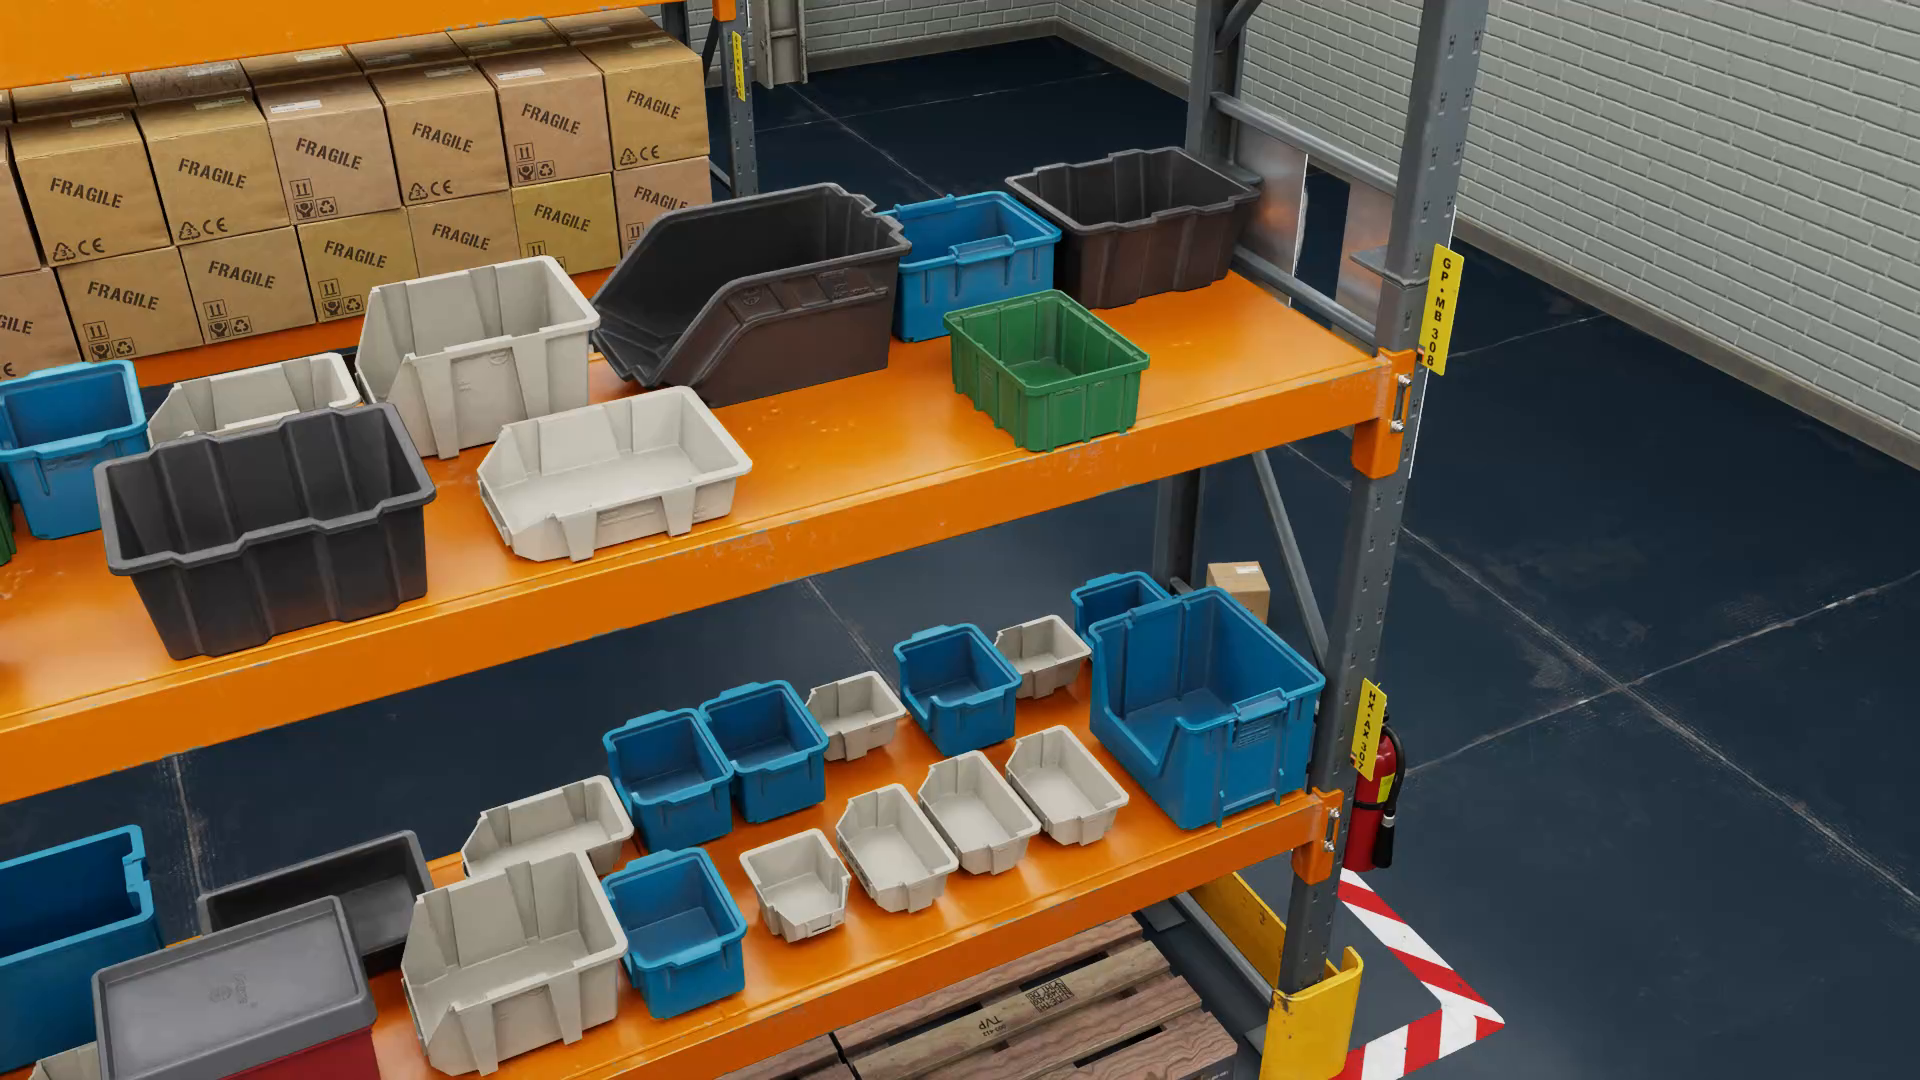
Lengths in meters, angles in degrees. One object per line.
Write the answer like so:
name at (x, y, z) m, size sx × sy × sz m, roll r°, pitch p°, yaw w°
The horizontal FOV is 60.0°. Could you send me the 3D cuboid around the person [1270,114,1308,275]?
person at (1.711, -1.624, 9.630) m, size 0.532 × 1.731 × 0.957 m, roll 9°, pitch 34°, yaw 14°
